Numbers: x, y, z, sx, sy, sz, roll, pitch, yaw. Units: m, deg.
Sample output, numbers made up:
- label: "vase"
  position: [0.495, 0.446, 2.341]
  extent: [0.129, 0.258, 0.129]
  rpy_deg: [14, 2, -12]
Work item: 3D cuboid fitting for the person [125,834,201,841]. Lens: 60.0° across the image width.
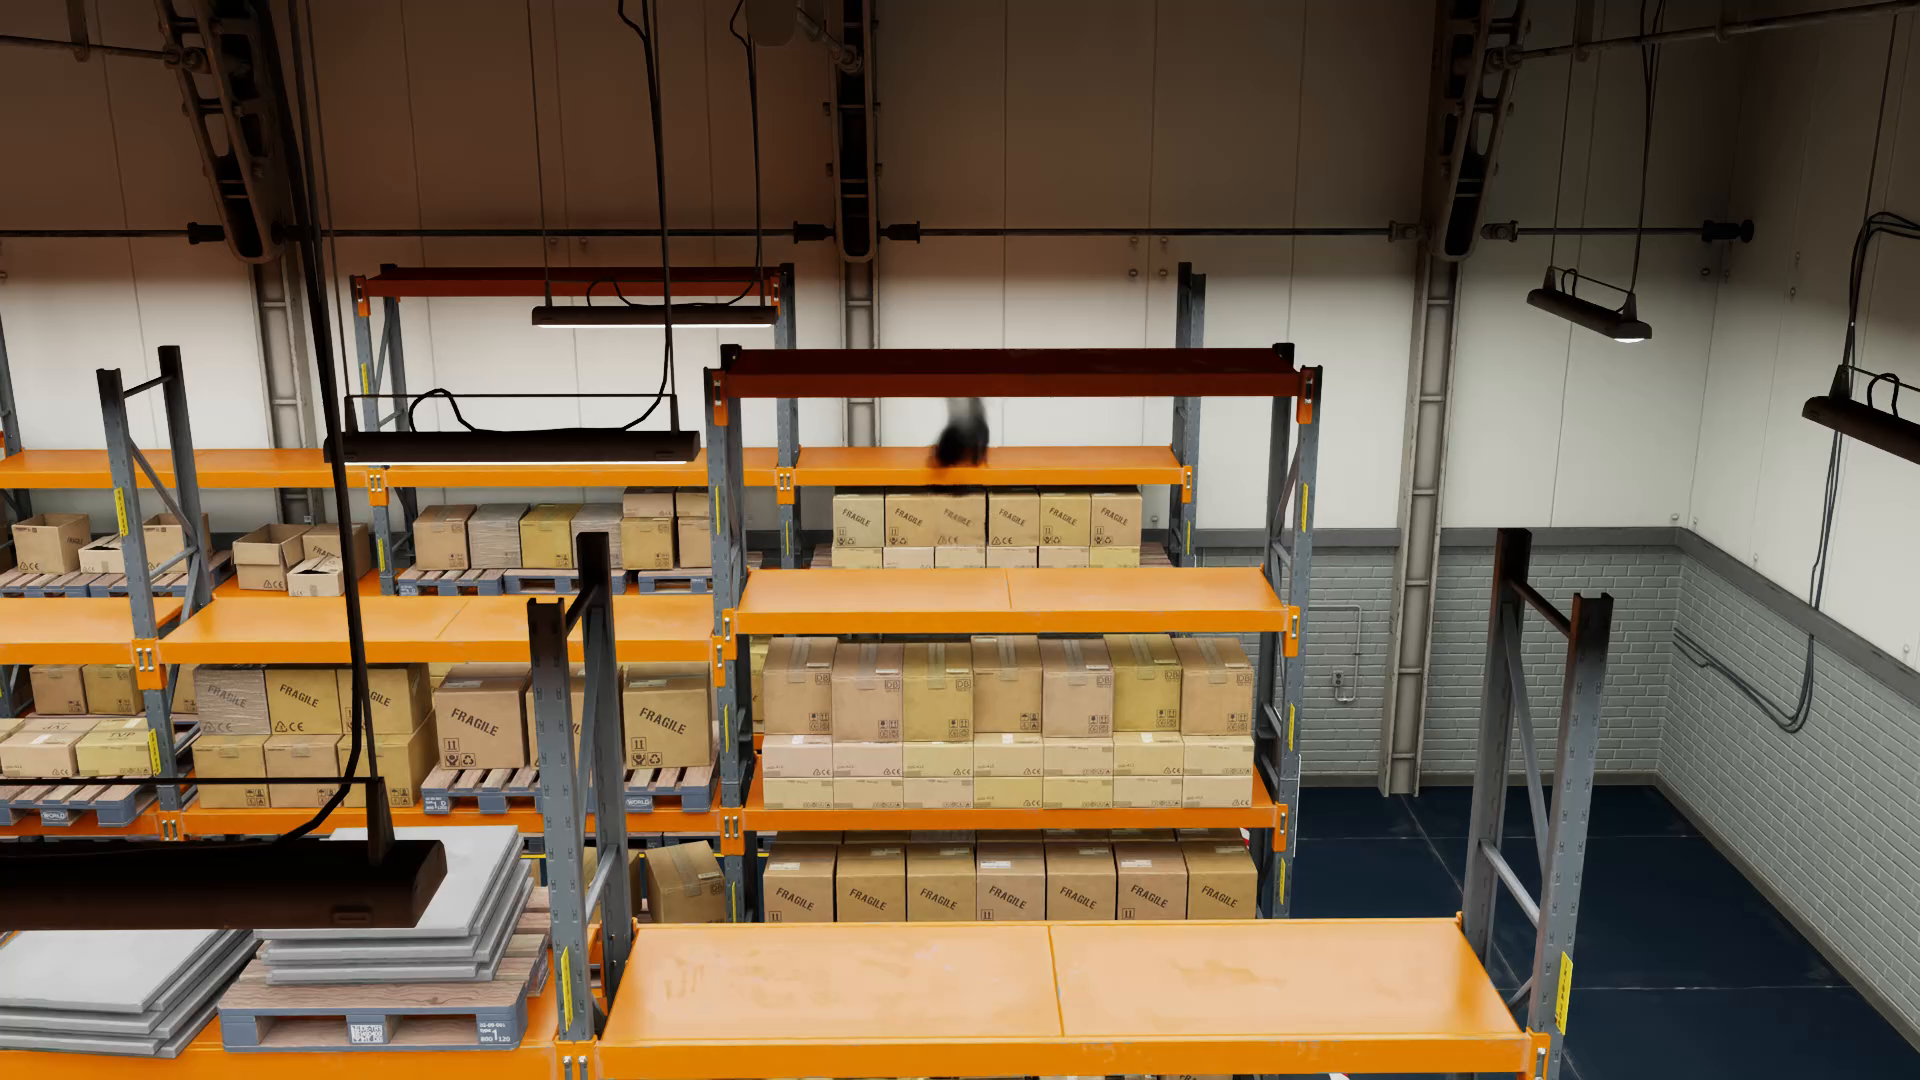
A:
- label: "person"
  position: [-7.521, 2.963, 15.502]
  extent: [0.783, 1.591, 0.587]
  rpy_deg: [-1, 16, -3]
